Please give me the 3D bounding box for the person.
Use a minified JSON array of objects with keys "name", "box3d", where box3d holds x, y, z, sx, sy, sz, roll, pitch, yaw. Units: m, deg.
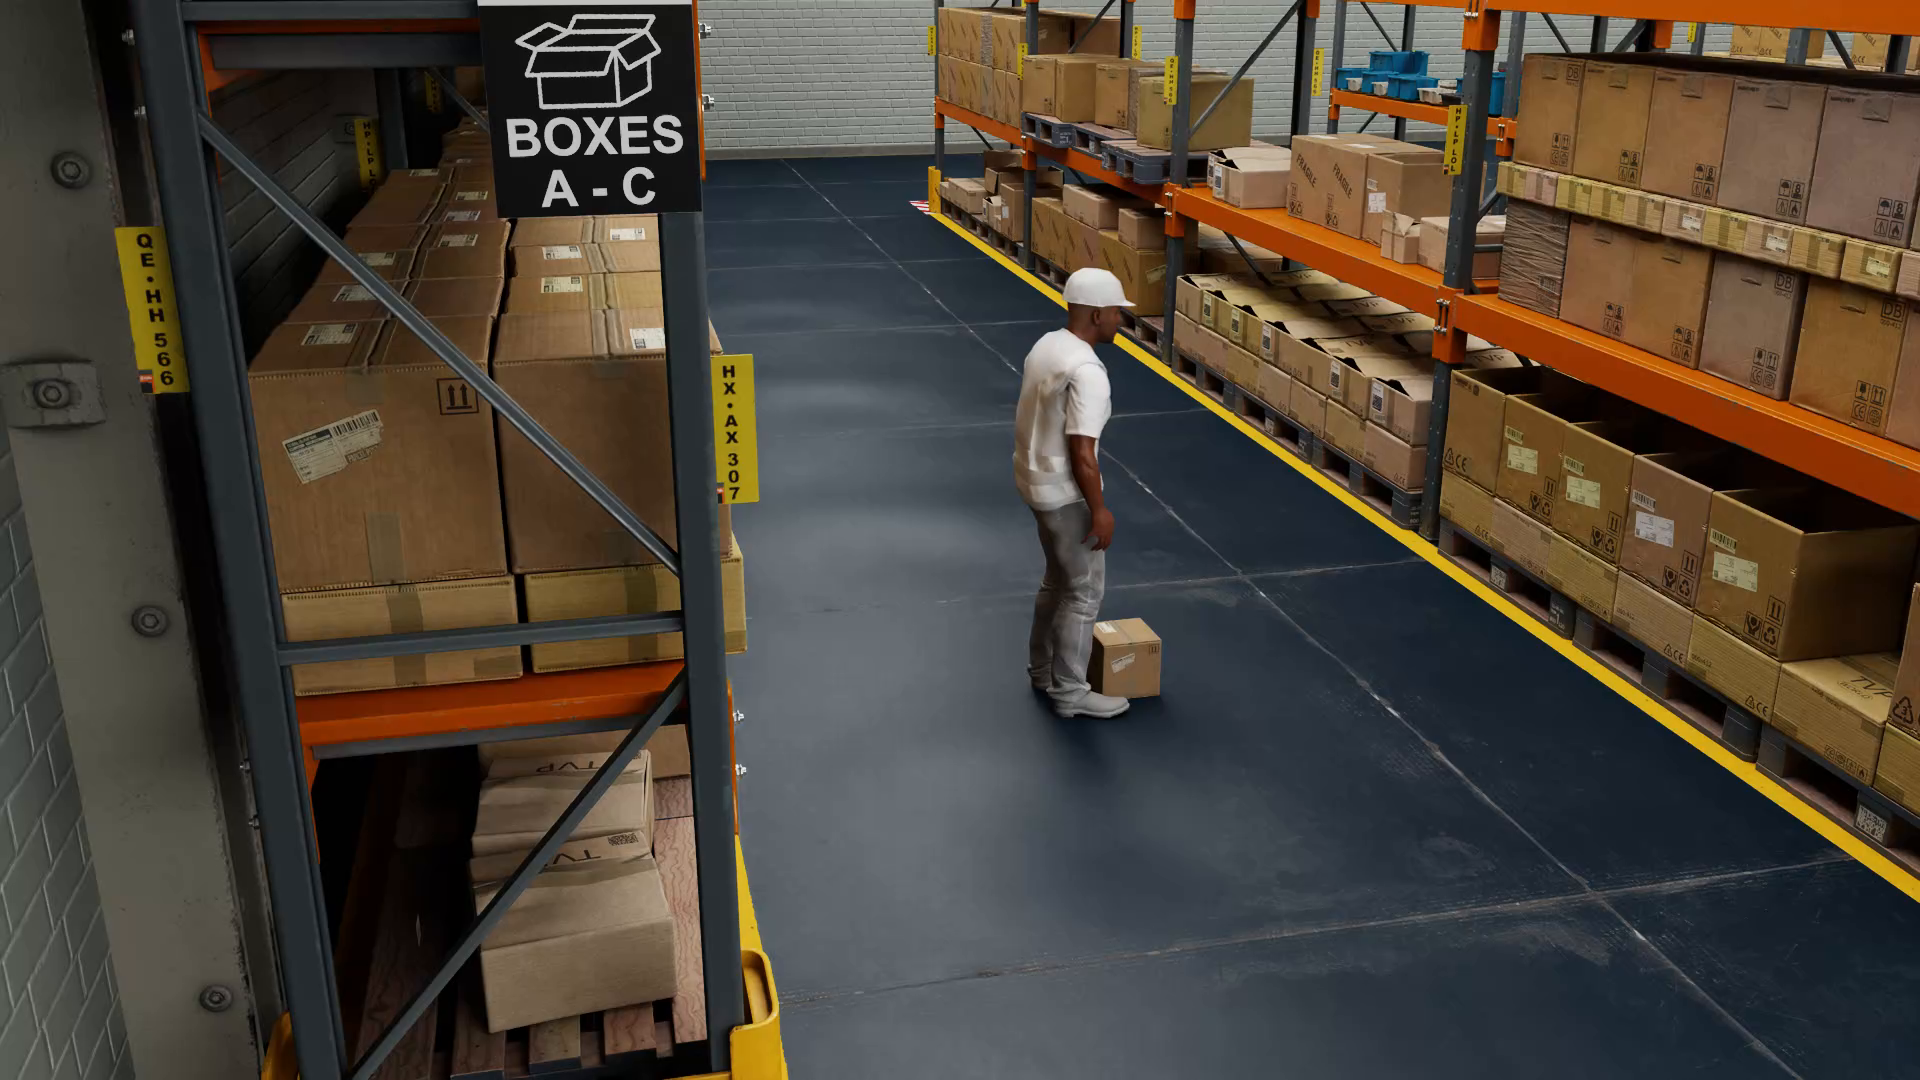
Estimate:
[{"name":"person","box3d":[0.455,-0.194,6.590,0.459,1.761,0.626,-5,20,-13]}]
